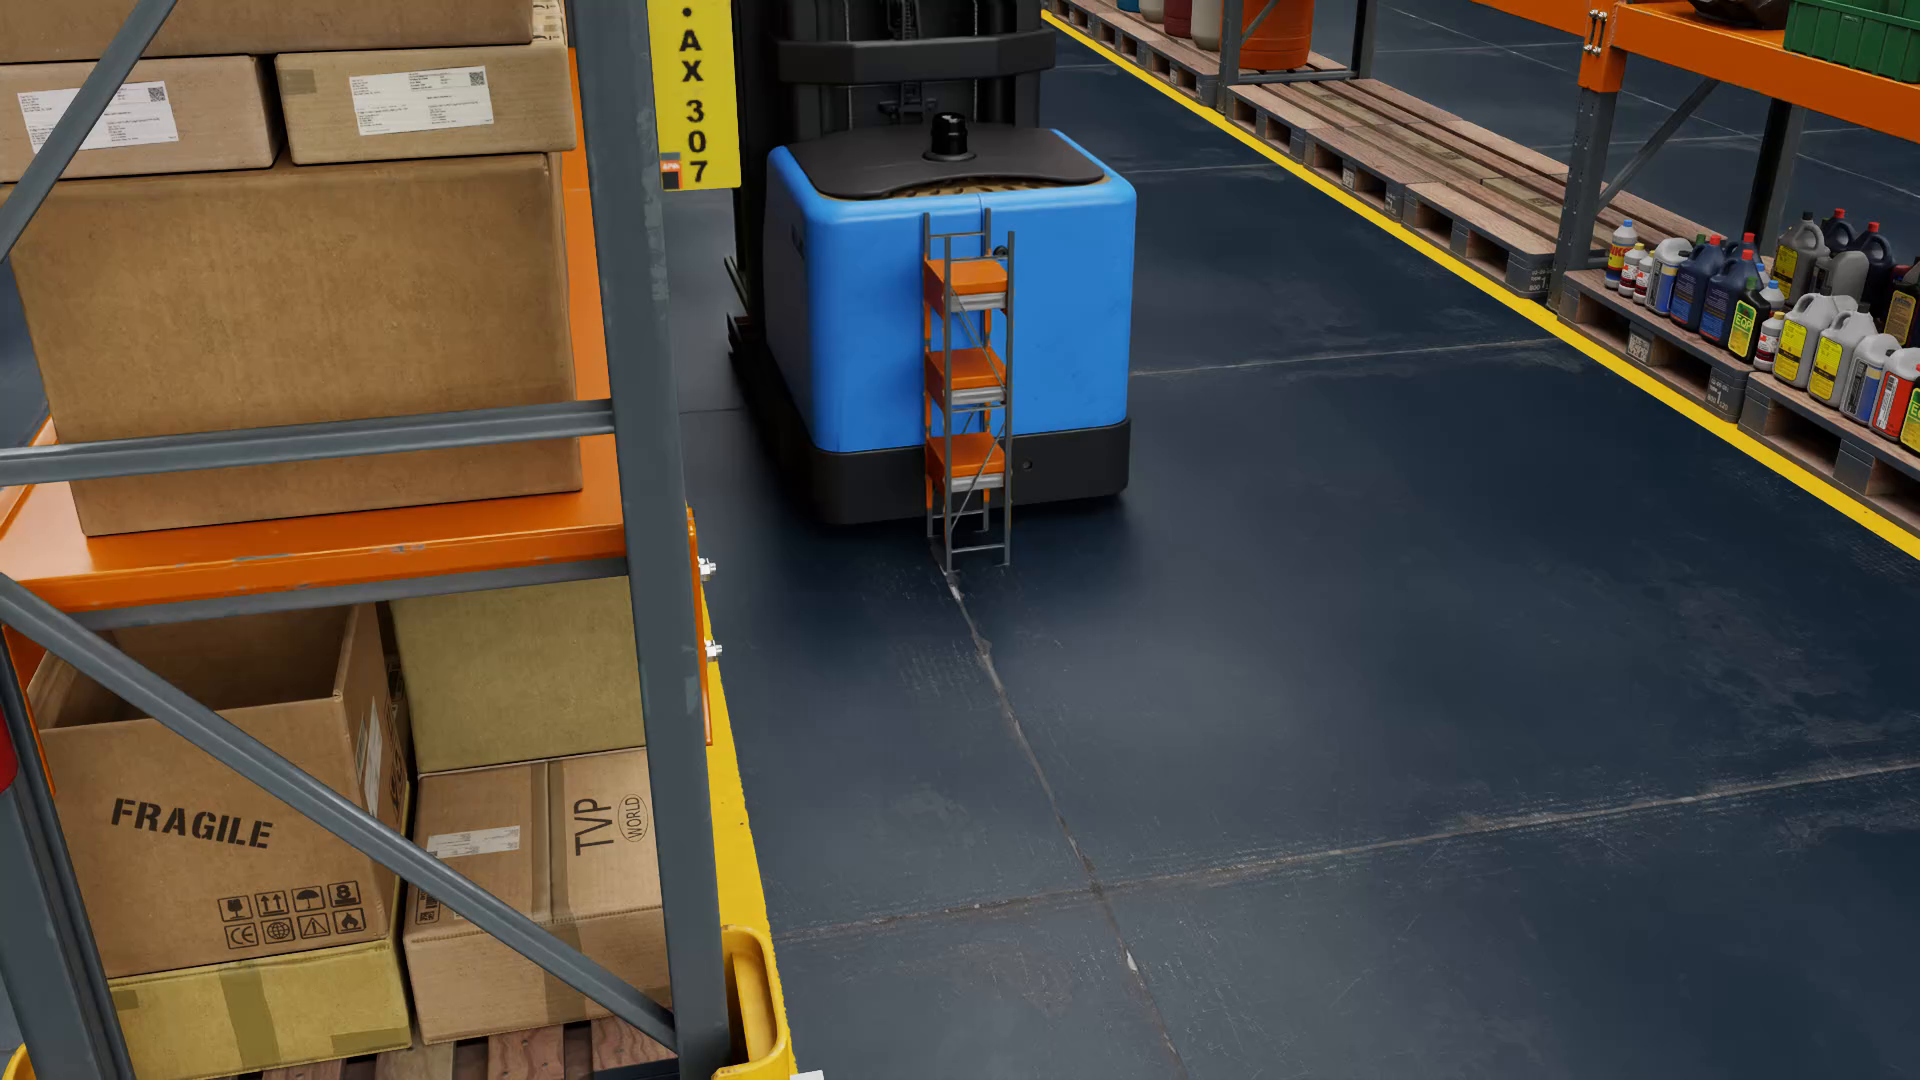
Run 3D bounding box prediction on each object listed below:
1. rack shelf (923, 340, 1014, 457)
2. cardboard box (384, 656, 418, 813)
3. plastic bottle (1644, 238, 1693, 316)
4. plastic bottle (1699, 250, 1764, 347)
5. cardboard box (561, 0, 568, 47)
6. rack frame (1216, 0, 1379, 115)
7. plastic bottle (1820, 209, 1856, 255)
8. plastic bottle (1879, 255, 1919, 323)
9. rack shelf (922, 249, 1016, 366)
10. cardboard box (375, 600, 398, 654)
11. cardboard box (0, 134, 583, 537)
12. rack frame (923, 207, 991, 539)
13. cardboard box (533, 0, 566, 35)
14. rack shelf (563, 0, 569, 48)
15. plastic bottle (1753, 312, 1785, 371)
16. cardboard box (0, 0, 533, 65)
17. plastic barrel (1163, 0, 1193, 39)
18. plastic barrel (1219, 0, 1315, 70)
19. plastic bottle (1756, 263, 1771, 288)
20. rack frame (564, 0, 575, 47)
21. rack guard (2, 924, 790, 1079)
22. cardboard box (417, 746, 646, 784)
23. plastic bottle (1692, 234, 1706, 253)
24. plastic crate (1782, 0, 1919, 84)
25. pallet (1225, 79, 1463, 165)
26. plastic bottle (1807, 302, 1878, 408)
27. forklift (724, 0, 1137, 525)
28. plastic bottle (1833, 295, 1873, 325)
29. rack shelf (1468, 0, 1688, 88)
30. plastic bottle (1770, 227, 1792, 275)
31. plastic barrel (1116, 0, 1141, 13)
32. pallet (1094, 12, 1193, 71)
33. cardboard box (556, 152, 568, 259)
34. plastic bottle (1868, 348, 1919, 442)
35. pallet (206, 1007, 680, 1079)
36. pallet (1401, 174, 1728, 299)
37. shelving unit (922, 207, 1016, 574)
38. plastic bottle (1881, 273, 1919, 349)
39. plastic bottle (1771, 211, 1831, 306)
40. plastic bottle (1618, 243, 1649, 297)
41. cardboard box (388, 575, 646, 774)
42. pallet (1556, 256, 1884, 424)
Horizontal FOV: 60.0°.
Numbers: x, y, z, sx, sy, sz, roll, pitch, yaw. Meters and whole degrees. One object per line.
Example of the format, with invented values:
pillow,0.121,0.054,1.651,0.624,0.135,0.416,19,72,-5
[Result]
rack shelf,0.023,-0.423,4.947,0.215,0.259,0.240,-7,28,-13
cardboard box,-1.404,0.498,3.519,0.500,0.250,0.500,-6,27,-12
plastic bottle,2.798,-1.032,6.501,0.152,0.276,0.135,-5,27,-10
plastic bottle,2.874,-0.910,6.175,0.144,0.351,0.185,-7,28,-14
cardboard box,-0.922,-0.983,3.037,0.380,0.149,0.250,-6,27,-12
rack frame,2.153,-4.131,10.106,1.000,3.000,0.127,-6,27,-12
plastic bottle,3.480,-1.136,6.623,0.144,0.351,0.185,-7,28,-13
plastic bottle,3.601,-0.954,6.338,0.061,0.283,0.133,-4,27,-8
rack shelf,0.023,-0.676,4.819,0.215,0.259,0.240,-7,28,-13
cardboard box,-1.522,-0.055,3.784,0.500,0.500,0.500,-6,27,-12
cardboard box,-0.964,-0.369,2.541,0.700,0.500,0.500,-6,27,-12
rack frame,-0.008,-0.486,5.047,0.200,1.050,0.008,-7,28,-13
cardboard box,-0.812,-0.762,2.600,0.380,0.149,0.250,-7,28,-13
rack shelf,-2.223,-2.431,7.535,1.077,0.370,4.000,-6,27,-12
plastic bottle,2.915,-0.716,5.958,0.097,0.201,0.097,0,27,0
cardboard box,-0.976,-0.971,2.294,0.700,0.500,0.500,-6,27,-11
plastic barrel,1.771,-3.951,11.959,0.600,0.588,0.708,-6,27,-12
plastic barrel,2.026,-3.563,10.922,0.600,0.830,0.708,-6,27,-12
plastic bottle,2.982,-0.906,6.255,0.097,0.271,0.097,0,27,0
rack frame,-1.773,-1.874,5.634,1.000,3.000,0.127,-6,27,-12
rack guard,-0.866,1.009,2.697,1.175,0.500,0.348,-6,27,-12
cardboard box,-0.892,0.445,3.625,0.500,0.250,0.500,-6,27,-12
plastic bottle,2.902,-1.047,6.521,0.061,0.283,0.133,-6,27,-12
plastic crate,3.085,-1.656,5.437,0.450,0.188,0.662,-6,27,-12
pallet,2.289,-2.542,10.053,1.003,0.211,1.213,-6,27,-12
plastic bottle,3.012,-0.641,5.644,0.144,0.351,0.185,-5,27,-9
forklift,-0.314,-2.000,5.960,1.130,2.935,3.031,-7,28,-13
plastic bottle,3.109,-0.716,5.874,0.152,0.276,0.135,-6,27,-12
rack shelf,2.603,-2.932,8.529,1.077,0.370,4.000,-6,27,-12
plastic bottle,3.439,-1.195,6.906,0.097,0.201,0.097,0,27,0
plastic barrel,1.517,-4.587,12.871,0.600,0.901,0.708,-6,27,-12
pallet,1.663,-3.763,12.471,1.003,0.211,1.213,-6,27,-12
cardboard box,-1.193,-0.817,3.430,0.700,0.500,0.500,-6,27,-11
plastic bottle,3.084,-0.475,5.396,0.152,0.276,0.135,-6,27,-11
pallet,-1.084,0.795,3.440,1.003,0.211,1.213,-6,27,-12
pallet,2.839,-1.471,7.931,1.003,0.211,1.213,-6,27,-12
shelving unit,0.023,-0.433,4.942,0.215,1.050,0.252,-7,28,-13
plastic bottle,3.502,-0.858,6.147,0.061,0.283,0.133,-6,27,-12
plastic bottle,3.340,-1.121,6.594,0.144,0.351,0.185,-6,27,-12
plastic bottle,2.722,-1.093,6.705,0.097,0.201,0.097,0,27,0
cardboard box,-0.890,0.110,3.456,0.500,0.500,0.500,-6,27,-12
pallet,3.165,-0.831,6.663,1.003,0.211,1.213,-6,27,-12
